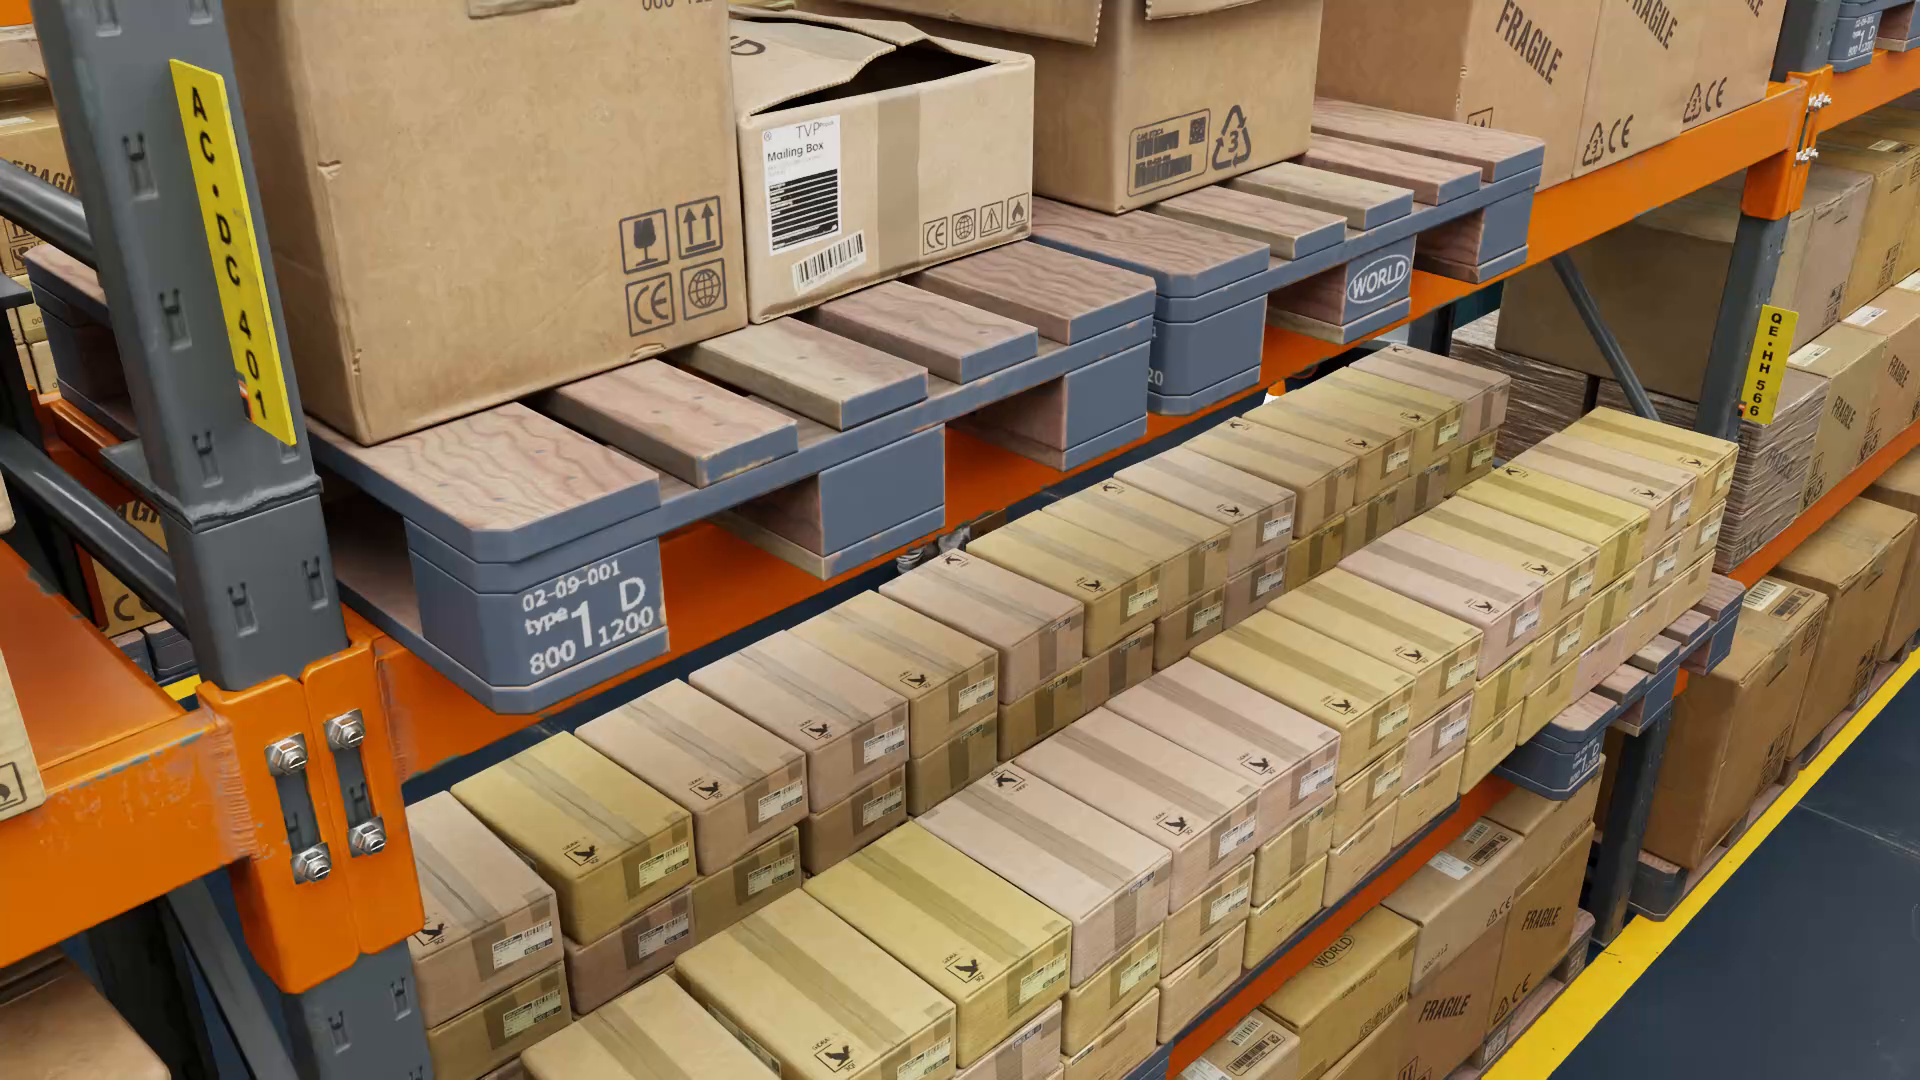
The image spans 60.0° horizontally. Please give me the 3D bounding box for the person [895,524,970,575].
[{"bbox_3d":[-0.106,-0.633,7.322,0.619,1.775,0.446,25,36,39],"label":"person"}]
